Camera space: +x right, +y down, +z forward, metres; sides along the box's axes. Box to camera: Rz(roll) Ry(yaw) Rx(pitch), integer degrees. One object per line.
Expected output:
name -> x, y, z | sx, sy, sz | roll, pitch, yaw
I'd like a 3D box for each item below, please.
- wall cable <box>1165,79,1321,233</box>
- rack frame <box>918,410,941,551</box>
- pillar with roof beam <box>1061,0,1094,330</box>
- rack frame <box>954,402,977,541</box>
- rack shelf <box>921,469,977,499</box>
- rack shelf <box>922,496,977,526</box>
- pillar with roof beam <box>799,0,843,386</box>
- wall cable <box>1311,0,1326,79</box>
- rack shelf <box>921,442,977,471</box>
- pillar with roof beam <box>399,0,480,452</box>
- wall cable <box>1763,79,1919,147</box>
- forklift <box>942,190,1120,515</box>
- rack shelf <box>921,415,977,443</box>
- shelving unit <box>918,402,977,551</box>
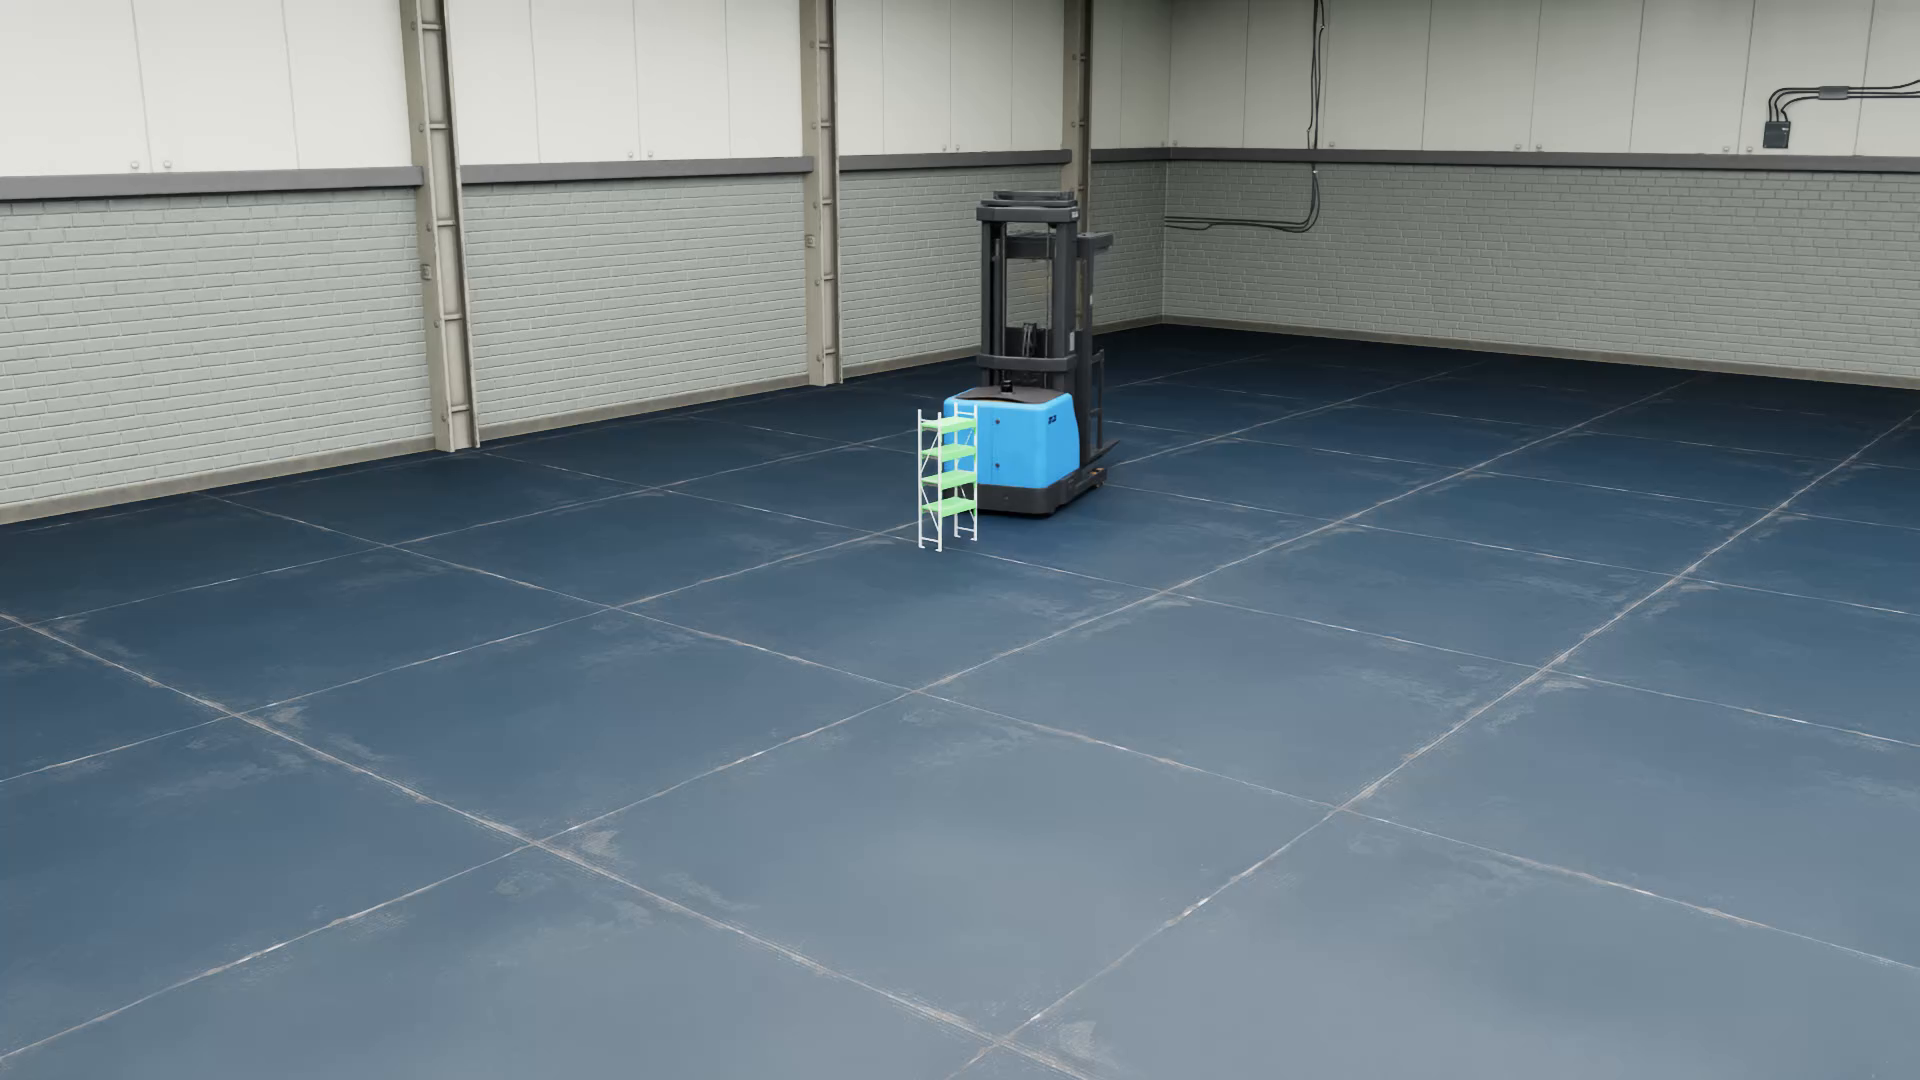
wall cable -> 4.770, -6.551, 28.439 | 3.097, 2.526, 0.112 | 11, 18, 38
rack frame -> -0.257, -0.503, 14.166 | 0.240, 1.200, 0.015 | 11, 18, 38
pillar with roof beam -> 5.239, -7.030, 24.019 | 9.100, 9.000, 0.400 | 11, 18, 38
rack frame -> 0.049, -0.597, 14.534 | 0.240, 1.200, 0.015 | 11, 18, 38
rack shelf -> -0.104, -0.488, 14.366 | 0.258, 0.148, 0.480 | 11, 18, 38
rack shelf -> -0.104, -0.255, 14.425 | 0.258, 0.148, 0.480 | 11, 18, 38
pillar with roof beam -> 1.468, -5.881, 19.496 | 9.100, 9.000, 0.400 | 11, 18, 38
wall cable -> 6.874, -8.580, 26.170 | 3.097, 2.526, 0.112 | 11, 18, 38
rack shelf -> -0.104, -0.721, 14.307 | 0.258, 0.148, 0.480 | 11, 18, 38
pillar with roof beam -> -2.304, -4.732, 14.973 | 9.100, 9.000, 0.400 | 11, 18, 38
wall cable -> 12.144, -8.232, 21.843 | 2.305, 6.003, 0.169 | 11, 18, 38
forklift -> 0.850, -1.975, 16.443 | 1.130, 2.935, 3.031 | 6, 15, 21
rack shelf -> -0.104, -0.953, 14.248 | 0.258, 0.148, 0.480 | 11, 18, 38
shelving unit -> -0.104, -0.550, 14.350 | 0.258, 1.200, 0.503 | 11, 18, 38
